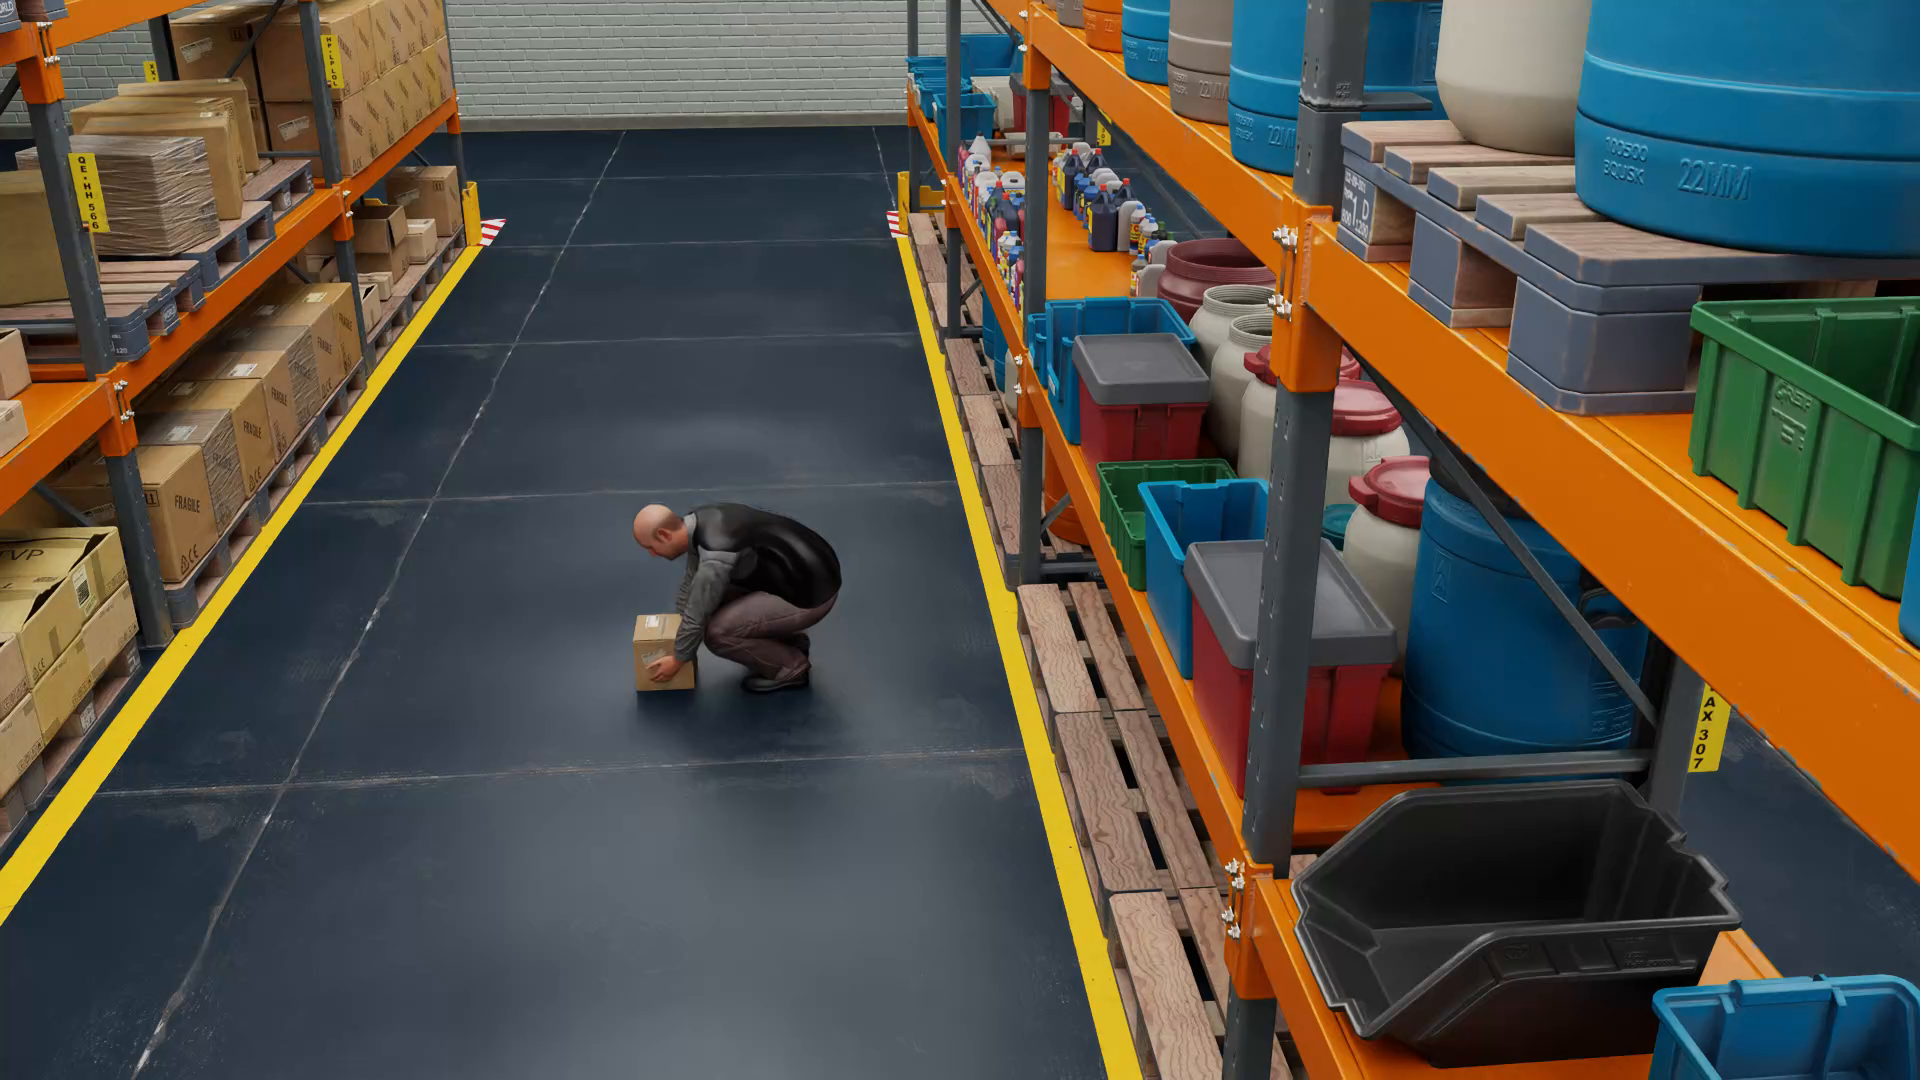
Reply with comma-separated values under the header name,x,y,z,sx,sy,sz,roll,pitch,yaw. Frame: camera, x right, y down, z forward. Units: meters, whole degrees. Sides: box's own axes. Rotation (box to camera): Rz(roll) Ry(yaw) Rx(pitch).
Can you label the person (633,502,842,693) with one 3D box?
name,x,y,z,sx,sy,sz,roll,pitch,yaw
person,-0.952,0.214,7.239,0.873,0.851,0.532,-2,24,-5
